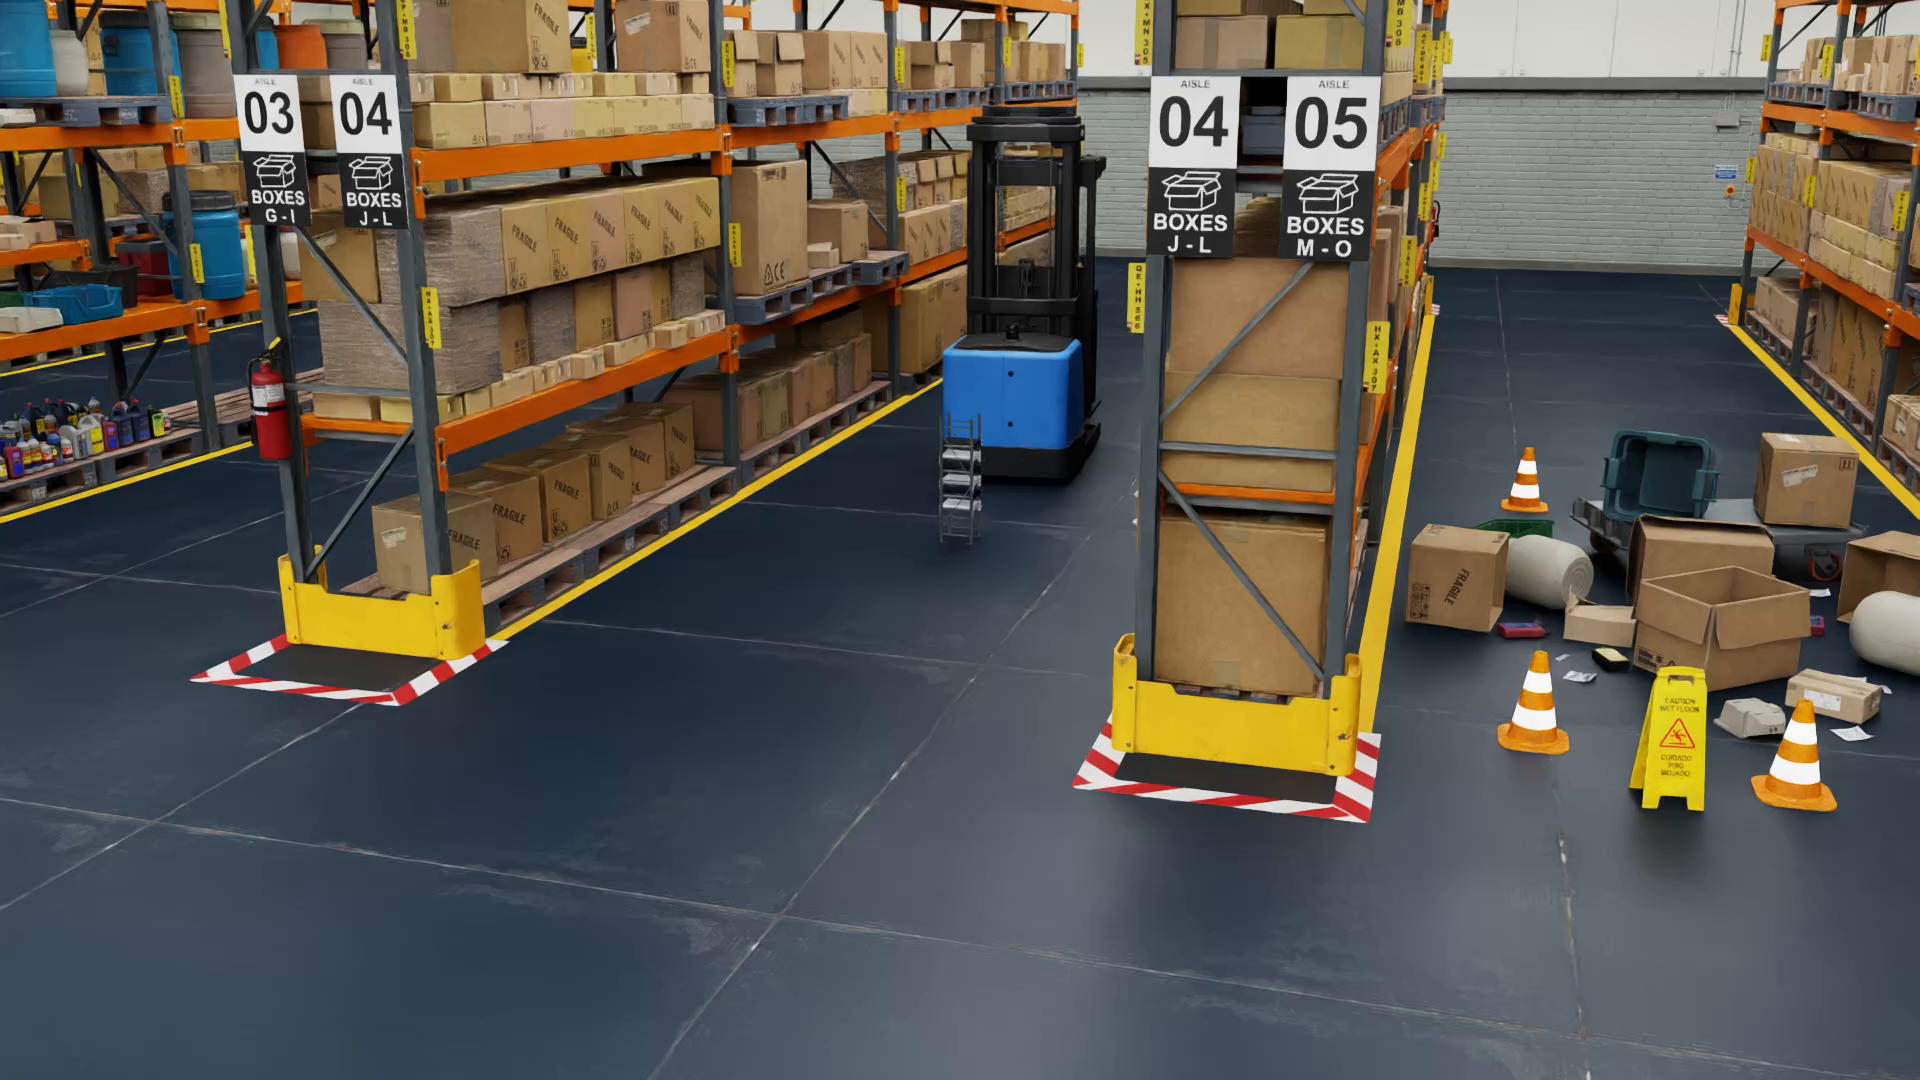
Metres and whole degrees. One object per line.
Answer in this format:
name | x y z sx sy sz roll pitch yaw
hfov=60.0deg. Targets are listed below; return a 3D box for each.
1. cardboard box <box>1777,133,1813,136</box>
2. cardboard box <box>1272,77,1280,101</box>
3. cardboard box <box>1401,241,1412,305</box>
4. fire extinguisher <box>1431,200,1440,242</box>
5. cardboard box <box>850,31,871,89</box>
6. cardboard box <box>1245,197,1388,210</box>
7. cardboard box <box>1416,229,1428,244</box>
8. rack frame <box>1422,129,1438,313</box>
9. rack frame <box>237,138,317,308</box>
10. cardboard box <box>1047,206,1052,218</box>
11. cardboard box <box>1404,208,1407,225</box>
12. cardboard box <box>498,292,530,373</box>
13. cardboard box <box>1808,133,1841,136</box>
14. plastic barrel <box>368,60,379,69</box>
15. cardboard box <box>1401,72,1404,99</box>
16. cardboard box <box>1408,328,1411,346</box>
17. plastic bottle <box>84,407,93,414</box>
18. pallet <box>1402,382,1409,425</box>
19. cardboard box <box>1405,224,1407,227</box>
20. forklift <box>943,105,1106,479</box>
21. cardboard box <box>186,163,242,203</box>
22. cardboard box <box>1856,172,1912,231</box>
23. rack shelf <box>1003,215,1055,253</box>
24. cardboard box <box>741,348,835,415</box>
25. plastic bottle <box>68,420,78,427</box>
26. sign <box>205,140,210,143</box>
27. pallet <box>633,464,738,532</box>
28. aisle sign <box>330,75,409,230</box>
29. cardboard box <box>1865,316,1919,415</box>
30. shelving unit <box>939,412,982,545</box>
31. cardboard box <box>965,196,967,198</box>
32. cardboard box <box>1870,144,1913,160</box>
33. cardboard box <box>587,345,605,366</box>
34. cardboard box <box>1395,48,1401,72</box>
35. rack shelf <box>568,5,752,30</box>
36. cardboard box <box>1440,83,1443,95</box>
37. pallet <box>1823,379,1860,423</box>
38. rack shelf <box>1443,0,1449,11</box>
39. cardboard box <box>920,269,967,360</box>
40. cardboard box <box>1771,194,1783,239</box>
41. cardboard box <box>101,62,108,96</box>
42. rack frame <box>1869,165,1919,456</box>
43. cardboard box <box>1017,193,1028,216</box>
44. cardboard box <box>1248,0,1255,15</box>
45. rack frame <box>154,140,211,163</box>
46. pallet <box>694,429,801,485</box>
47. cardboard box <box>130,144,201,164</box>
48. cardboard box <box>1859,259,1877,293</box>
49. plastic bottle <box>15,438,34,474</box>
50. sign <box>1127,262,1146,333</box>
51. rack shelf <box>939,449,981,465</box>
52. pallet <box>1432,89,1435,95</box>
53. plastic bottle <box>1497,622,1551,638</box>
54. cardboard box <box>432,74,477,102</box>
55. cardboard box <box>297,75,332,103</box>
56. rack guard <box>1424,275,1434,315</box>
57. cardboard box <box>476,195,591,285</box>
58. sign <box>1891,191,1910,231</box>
cardboard box | 10.299 -4.939 20.542 0.380 0.149 0.250 5 17 17
cardboard box | 1.553 -2.500 9.156 0.380 0.149 0.250 5 17 17
cardboard box | 3.609 -2.287 14.212 0.500 0.500 0.500 5 16 16
fire extinguisher | 6.411 -4.415 22.721 0.296 0.674 0.183 5 16 16
cardboard box | -1.135 -4.372 15.148 0.500 0.500 0.500 5 16 16
cardboard box | 2.348 -1.959 10.986 0.875 0.550 0.550 5 16 16
cardboard box | 5.154 -3.482 19.070 0.380 0.149 0.250 5 17 18
rack frame | 5.896 -4.601 22.554 1.000 3.000 0.127 5 16 16
rack frame | -9.464 -4.735 23.025 1.000 3.000 0.127 5 16 16
cardboard box | 1.022 -4.437 22.437 0.380 0.149 0.250 5 16 16
cardboard box | 4.014 -3.052 15.692 0.380 0.149 0.250 4 16 14
cardboard box | -3.167 -1.299 10.184 0.875 0.500 0.500 5 16 16
cardboard box | 10.761 -4.975 20.669 0.380 0.149 0.250 5 17 17
plastic barrel | -6.235 -4.743 17.351 0.421 0.512 0.421 0 16 0
cardboard box | 2.256 -2.514 9.208 0.380 0.149 0.250 5 16 16
cardboard box | 4.051 -2.030 15.926 0.500 0.250 0.500 4 16 13
plastic bottle | -7.529 -1.046 14.343 0.097 0.201 0.097 0 16 0
pallet | 3.846 -1.371 16.276 1.003 0.211 1.213 5 16 16
cardboard box | 4.028 -2.914 15.753 0.380 0.149 0.250 5 17 19
forklift | 0.653 -2.259 14.423 1.130 2.935 3.031 3 16 11
cardboard box | -9.948 -4.693 21.927 0.700 0.500 0.500 7 17 25
cardboard box | 8.579 -3.100 15.245 0.500 0.500 0.500 5 16 16
rack shelf | 0.601 -4.143 22.256 1.077 0.370 4.000 5 16 16
cardboard box | -1.575 -1.456 15.242 0.700 0.500 0.500 6 17 21
plastic bottle | -7.148 -0.837 13.456 0.061 0.283 0.133 5 16 16
sign | -12.561 -6.790 27.714 0.100 0.325 0.005 5 16 16
pallet | -2.397 -0.353 12.686 1.003 0.211 1.213 5 16 16
aisle sign | -3.107 -2.037 8.751 0.394 0.787 0.004 5 16 16
cardboard box | 8.674 -1.505 14.762 0.875 0.875 0.875 4 16 15
shelving unit | 0.002 -0.435 11.714 0.258 0.900 0.210 5 16 16
cardboard box | 0.015 -3.741 19.339 0.500 0.500 0.500 5 17 18
cardboard box | 9.873 -4.101 17.586 0.380 0.149 0.250 4 16 15
cardboard box | -2.605 -1.222 11.101 0.380 0.149 0.250 5 16 16
cardboard box | 2.019 -2.551 8.604 0.500 0.250 0.500 4 16 15
rack shelf | -4.147 -7.221 22.846 1.077 0.370 4.000 5 16 16
cardboard box | 5.597 -5.429 20.251 0.500 0.250 0.500 5 17 18
pallet | 9.043 -1.328 16.123 1.003 0.211 1.213 5 16 16
rack shelf | 5.328 -6.616 19.989 1.077 0.370 4.000 5 16 16
cardboard box | -0.627 -2.510 18.308 1.225 0.875 0.875 5 16 16
cardboard box | 9.854 -3.790 19.511 0.500 0.500 0.500 5 17 18
cardboard box | -10.364 -5.430 19.795 0.910 0.500 0.500 5 16 16
rack frame | 8.398 -2.151 13.915 1.000 3.000 0.127 5 16 16
cardboard box | 0.564 -4.269 21.112 0.500 0.250 0.500 5 16 16
cardboard box | 1.192 -2.551 7.874 0.380 0.149 0.250 5 17 16
rack frame | -13.078 -6.164 28.066 1.000 3.000 0.127 5 16 16
pallet | -2.021 -0.735 14.033 1.003 0.211 1.213 5 16 16
cardboard box | -13.213 -6.175 27.552 0.980 0.700 0.700 5 17 18
cardboard box | 8.423 -2.366 14.948 0.500 0.250 0.500 5 17 17
plastic bottle | -7.215 -0.649 12.815 0.097 0.271 0.097 0 16 0
sign | 0.833 -1.132 7.766 0.100 0.325 0.005 5 16 16
rack shelf | 0.002 -0.576 11.674 0.258 0.077 0.200 5 16 16
pallet | 4.482 -4.754 17.940 1.213 0.211 1.003 5 16 16
plastic bottle | 3.339 0.534 9.836 0.283 0.061 0.133 -1 16 -3
cardboard box | -2.911 -2.503 9.205 0.380 0.149 0.250 5 17 17
cardboard box | -3.598 -2.486 9.143 0.380 0.149 0.250 5 16 16
rack guard | 5.875 -3.379 22.825 1.175 0.500 0.348 5 16 16
cardboard box | -2.670 -1.882 10.408 0.500 0.500 0.500 5 16 16
sign | 7.865 -2.750 13.905 0.100 0.325 0.005 5 16 16
